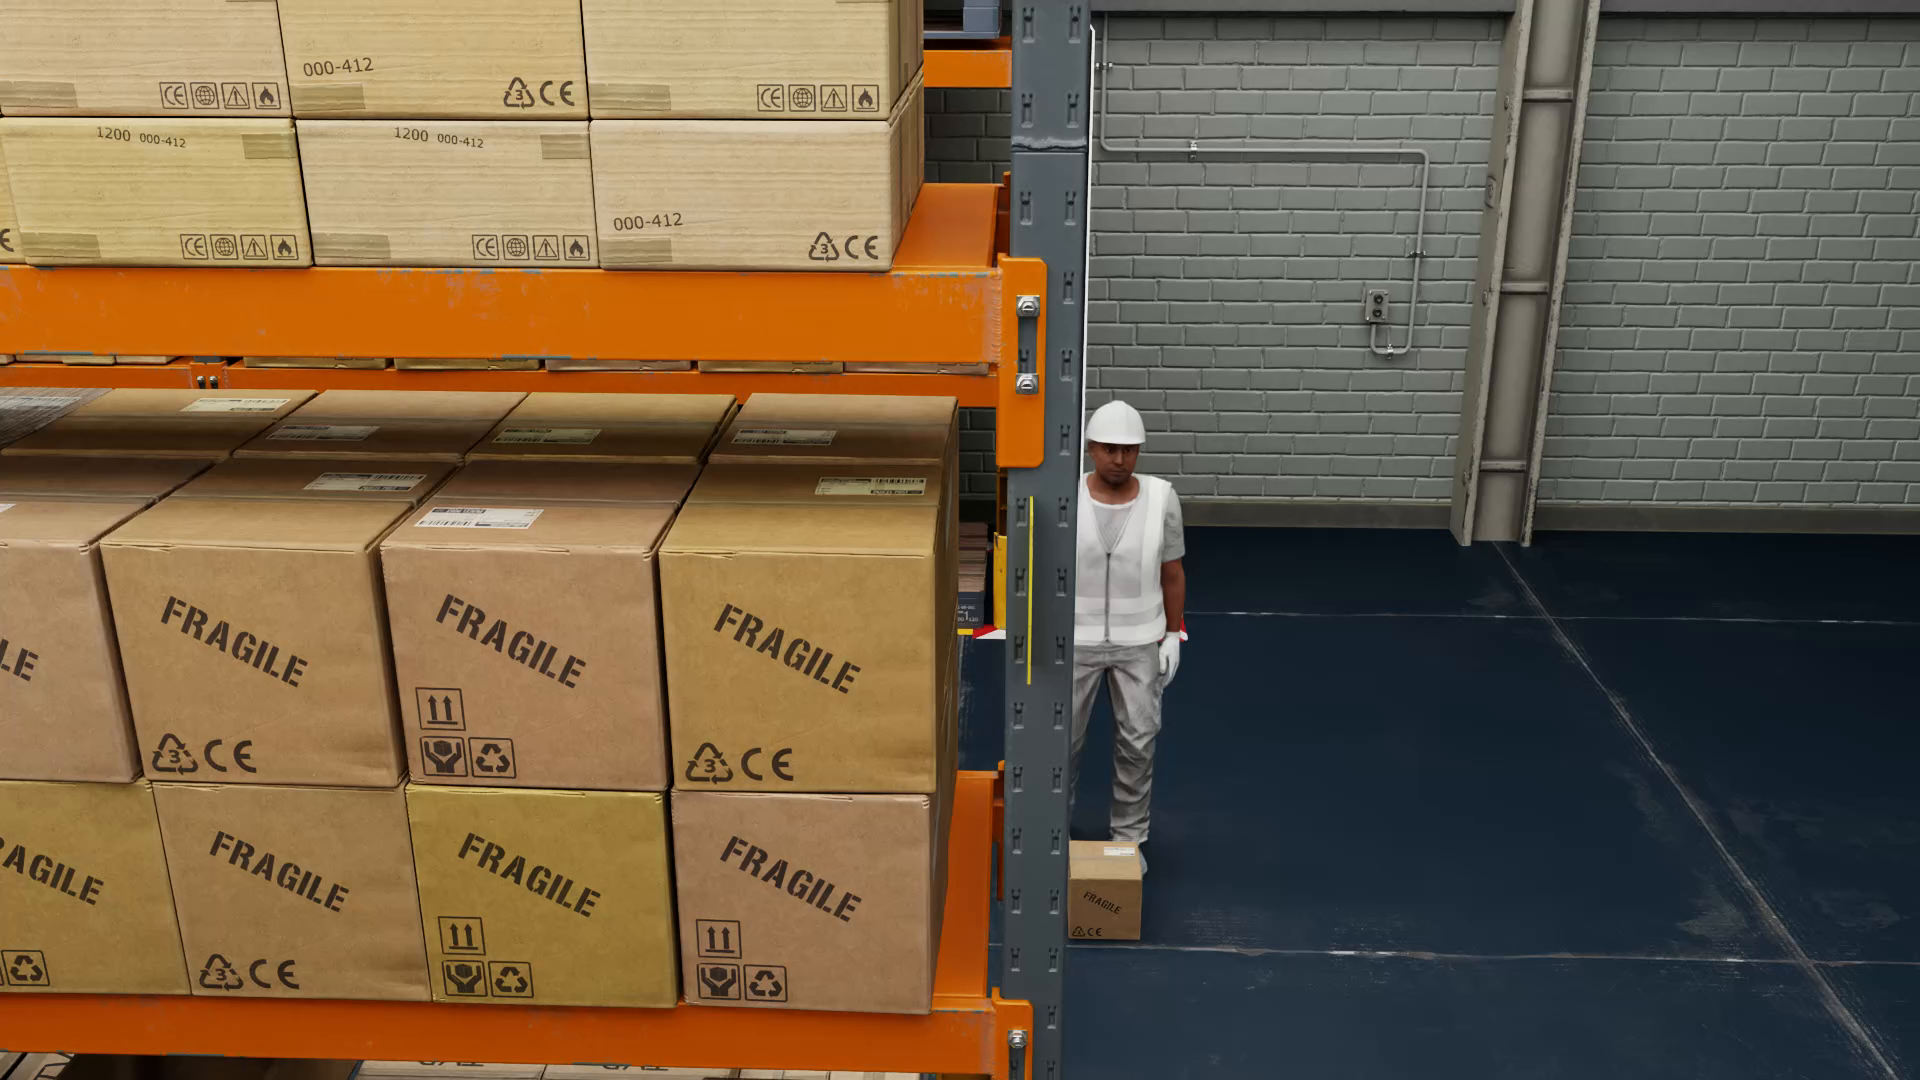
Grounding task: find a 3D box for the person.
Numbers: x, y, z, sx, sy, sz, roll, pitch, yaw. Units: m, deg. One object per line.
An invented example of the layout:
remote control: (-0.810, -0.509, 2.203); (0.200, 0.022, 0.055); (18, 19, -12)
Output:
person: (0.541, 0.399, 6.087); (0.554, 1.834, 0.450); (1, 21, 3)
